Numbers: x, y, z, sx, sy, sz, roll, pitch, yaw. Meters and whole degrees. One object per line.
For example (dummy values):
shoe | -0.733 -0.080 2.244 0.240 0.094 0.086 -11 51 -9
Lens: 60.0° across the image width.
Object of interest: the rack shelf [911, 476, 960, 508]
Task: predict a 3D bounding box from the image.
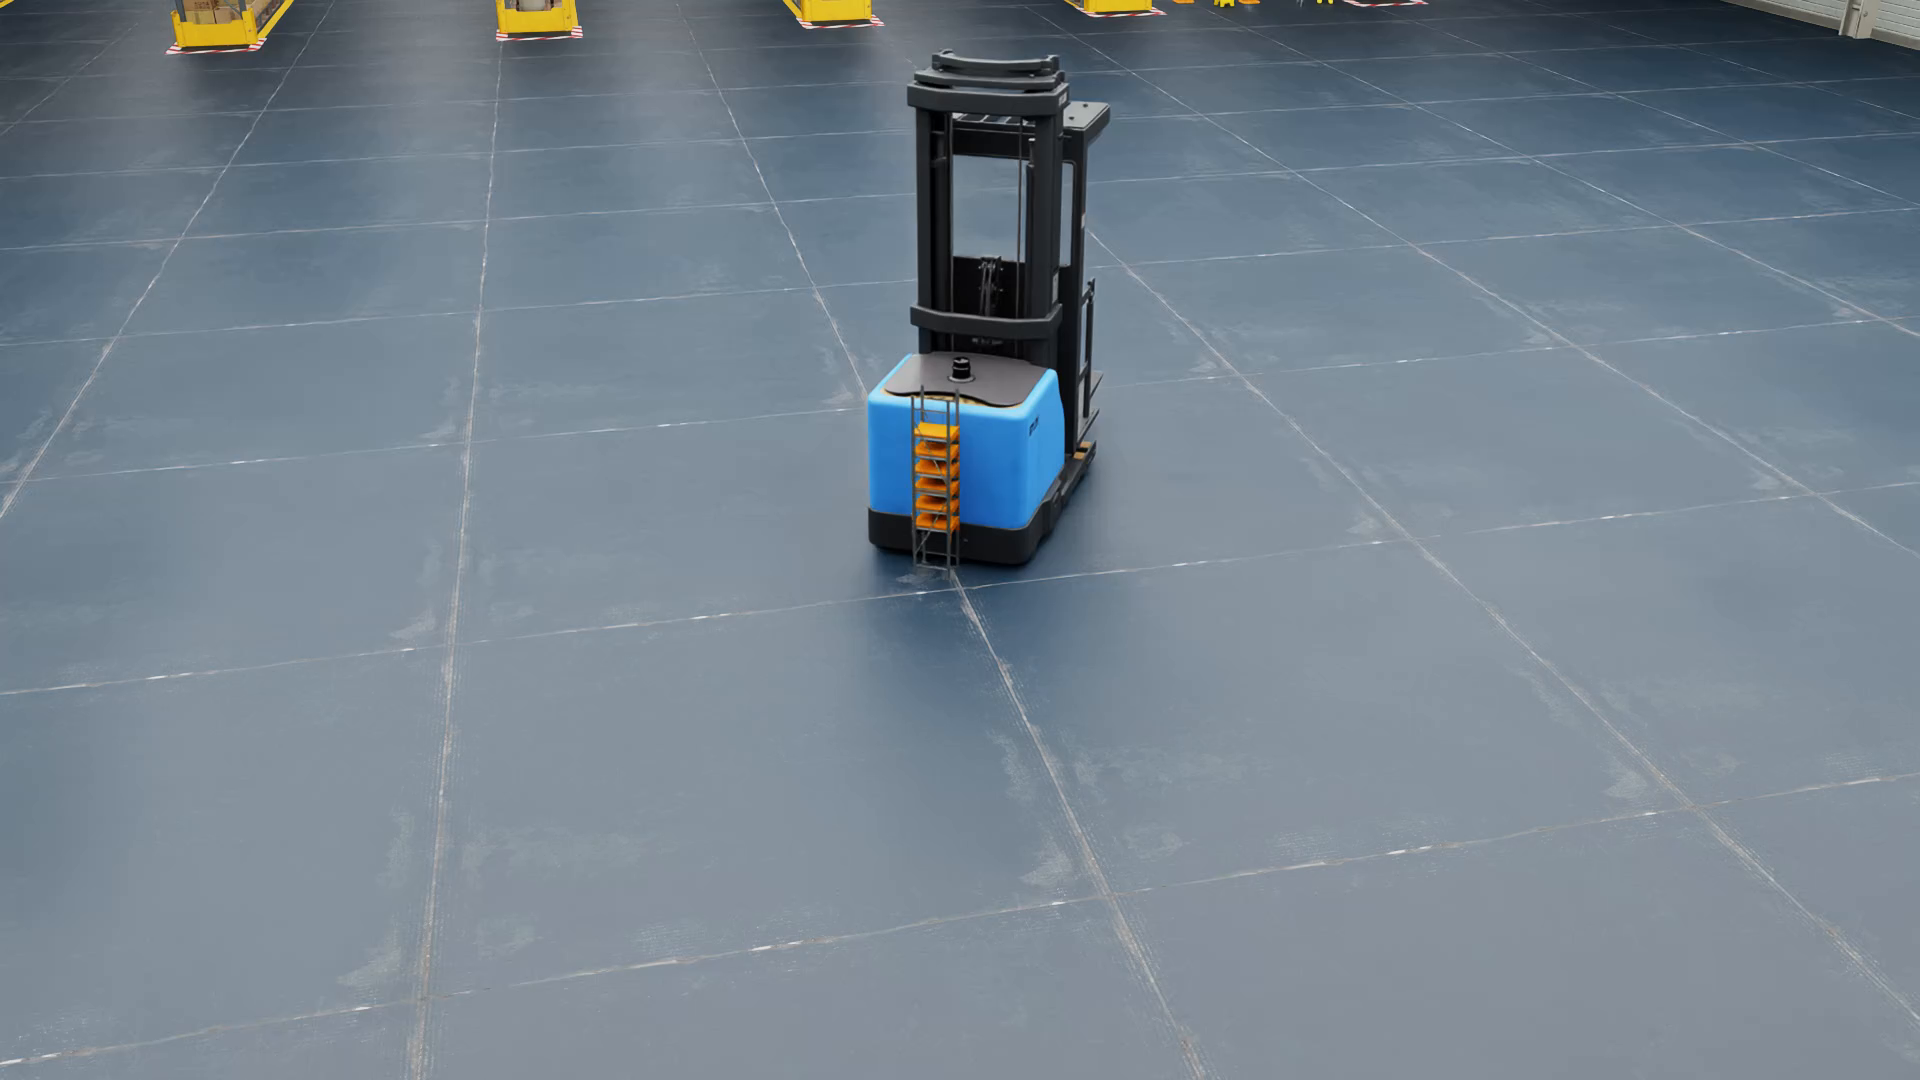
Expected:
rack shelf | -0.148 -0.296 10.103 0.258 0.103 0.180 8 28 15

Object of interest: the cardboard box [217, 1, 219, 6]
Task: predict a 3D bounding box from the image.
cardboard box | -12.276 -8.592 27.029 0.500 0.250 0.500 -6 27 -12

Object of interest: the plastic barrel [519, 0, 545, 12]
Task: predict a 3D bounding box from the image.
plastic barrel | -7.139 -9.068 27.681 0.421 0.512 0.421 0 27 0

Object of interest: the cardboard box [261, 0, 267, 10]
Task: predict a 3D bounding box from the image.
cardboard box | -11.983 -9.085 28.006 0.500 0.250 0.500 -6 27 -12

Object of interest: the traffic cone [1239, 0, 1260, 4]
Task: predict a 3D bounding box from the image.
traffic cone | 5.206 -9.882 29.815 0.336 0.463 0.334 -6 27 -12

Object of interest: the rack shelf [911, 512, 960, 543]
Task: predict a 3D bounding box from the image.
rack shelf | -0.148 -0.082 10.212 0.258 0.103 0.180 8 28 15

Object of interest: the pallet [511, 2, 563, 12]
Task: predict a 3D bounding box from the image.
pallet | -7.157 -8.850 28.050 1.003 0.211 1.213 -6 27 -12

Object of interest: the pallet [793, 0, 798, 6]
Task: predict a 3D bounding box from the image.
pallet | -2.528 -9.896 30.121 1.003 0.211 1.213 -6 27 -12

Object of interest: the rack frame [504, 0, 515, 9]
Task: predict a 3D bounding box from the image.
rack frame | -6.916 -9.710 26.658 1.000 3.000 0.127 -6 27 -12

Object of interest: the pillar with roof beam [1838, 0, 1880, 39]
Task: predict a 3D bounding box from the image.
pillar with roof beam | 10.279 -11.729 24.000 9.100 9.000 0.400 -6 27 -12

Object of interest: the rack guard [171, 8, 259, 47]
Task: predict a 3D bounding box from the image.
rack guard | -11.737 -8.082 26.207 1.175 0.500 0.348 -6 27 -12

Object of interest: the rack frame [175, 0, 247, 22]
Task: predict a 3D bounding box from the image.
rack frame | -11.743 -9.208 25.665 1.000 3.000 0.127 -6 27 -12

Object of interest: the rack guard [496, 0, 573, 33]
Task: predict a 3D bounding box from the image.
rack guard | -6.979 -8.622 27.278 1.175 0.500 0.348 -6 27 -12

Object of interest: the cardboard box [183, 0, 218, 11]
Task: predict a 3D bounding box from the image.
cardboard box | -12.154 -8.708 26.427 0.500 0.500 0.500 -6 27 -12

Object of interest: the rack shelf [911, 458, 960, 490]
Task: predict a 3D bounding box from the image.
rack shelf | -0.148 -0.403 10.049 0.258 0.103 0.180 8 28 15

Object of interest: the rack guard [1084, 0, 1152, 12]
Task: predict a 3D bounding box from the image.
rack guard | 2.770 -9.545 29.107 1.175 0.500 0.348 -6 27 -12

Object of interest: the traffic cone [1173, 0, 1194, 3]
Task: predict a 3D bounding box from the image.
traffic cone | 4.028 -9.917 29.884 0.336 0.463 0.334 -6 27 -12

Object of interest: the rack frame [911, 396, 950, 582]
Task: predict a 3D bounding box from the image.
rack frame | -0.174 -0.296 10.005 0.240 1.200 0.006 8 28 15

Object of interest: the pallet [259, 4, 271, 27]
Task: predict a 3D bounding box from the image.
pallet | -12.227 -8.829 28.009 1.003 0.211 1.213 -6 27 -12

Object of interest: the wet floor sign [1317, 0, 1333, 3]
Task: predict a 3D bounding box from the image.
wet floor sign | 6.565 -9.976 29.798 0.267 0.644 0.232 3 27 6

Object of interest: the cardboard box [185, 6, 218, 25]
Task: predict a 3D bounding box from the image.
cardboard box | -12.152 -8.374 26.596 0.500 0.250 0.500 -6 27 -12

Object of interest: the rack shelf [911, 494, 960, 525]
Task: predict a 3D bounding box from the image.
rack shelf | -0.148 -0.189 10.158 0.258 0.103 0.180 8 28 15

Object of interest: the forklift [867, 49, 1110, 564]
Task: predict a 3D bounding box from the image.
forklift | 0.335 -1.803 11.069 1.130 2.935 3.031 8 28 15

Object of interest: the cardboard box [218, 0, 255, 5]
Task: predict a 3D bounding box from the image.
cardboard box | -11.761 -8.980 26.966 0.500 0.500 0.500 -6 27 -12

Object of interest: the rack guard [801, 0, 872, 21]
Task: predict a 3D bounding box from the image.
rack guard | -2.108 -9.130 28.284 1.175 0.500 0.348 -6 27 -12

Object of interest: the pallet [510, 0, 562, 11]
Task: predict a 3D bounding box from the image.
pallet | -7.428 -9.385 29.110 1.003 0.211 1.213 -6 27 -12

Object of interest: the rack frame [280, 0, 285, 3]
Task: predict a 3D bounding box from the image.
rack frame | -12.644 -10.964 29.144 1.000 3.000 0.127 -6 27 -12

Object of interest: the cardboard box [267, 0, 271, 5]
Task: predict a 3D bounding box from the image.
cardboard box | -12.097 -9.304 28.440 0.500 0.250 0.500 -6 27 -12

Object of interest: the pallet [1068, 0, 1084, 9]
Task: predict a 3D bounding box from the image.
pallet | 2.508 -9.770 29.872 1.003 0.211 1.213 -6 27 -12

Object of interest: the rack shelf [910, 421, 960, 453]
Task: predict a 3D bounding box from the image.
rack shelf | -0.148 -0.617 9.941 0.258 0.103 0.180 8 28 15

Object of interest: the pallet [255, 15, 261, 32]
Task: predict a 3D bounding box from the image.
pallet | -11.956 -8.295 26.950 1.003 0.211 1.213 -6 27 -12

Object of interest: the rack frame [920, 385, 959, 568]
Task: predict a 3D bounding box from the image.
rack frame | -0.121 -0.375 10.162 0.240 1.200 0.006 8 28 15

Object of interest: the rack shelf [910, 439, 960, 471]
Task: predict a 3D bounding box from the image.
rack shelf | -0.148 -0.510 9.995 0.258 0.103 0.180 8 28 15

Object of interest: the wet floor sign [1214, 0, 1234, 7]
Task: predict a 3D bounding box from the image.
wet floor sign | 4.700 -9.809 29.468 0.267 0.644 0.232 -11 29 -20

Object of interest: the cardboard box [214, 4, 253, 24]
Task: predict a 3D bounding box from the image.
cardboard box | -11.647 -8.426 26.701 0.500 0.250 0.500 -6 27 -12

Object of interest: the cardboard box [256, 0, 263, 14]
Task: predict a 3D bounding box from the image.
cardboard box | -11.875 -8.865 27.570 0.500 0.250 0.500 -6 27 -12

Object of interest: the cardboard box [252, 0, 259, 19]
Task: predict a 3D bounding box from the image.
cardboard box | -11.763 -8.645 27.135 0.500 0.250 0.500 -6 27 -12

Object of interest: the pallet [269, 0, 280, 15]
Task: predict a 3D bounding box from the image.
pallet | -12.506 -9.366 29.072 1.003 0.211 1.213 -6 27 -12

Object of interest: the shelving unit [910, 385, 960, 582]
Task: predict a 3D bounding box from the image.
shelving unit | -0.148 -0.336 10.083 0.258 1.200 0.189 8 28 15

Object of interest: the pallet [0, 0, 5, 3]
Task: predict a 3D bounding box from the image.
pallet | -17.647 -9.556 29.449 1.003 0.211 1.213 -6 27 -12

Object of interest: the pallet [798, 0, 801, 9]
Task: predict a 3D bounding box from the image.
pallet | -2.256 -9.361 29.062 1.003 0.211 1.213 -6 27 -12
